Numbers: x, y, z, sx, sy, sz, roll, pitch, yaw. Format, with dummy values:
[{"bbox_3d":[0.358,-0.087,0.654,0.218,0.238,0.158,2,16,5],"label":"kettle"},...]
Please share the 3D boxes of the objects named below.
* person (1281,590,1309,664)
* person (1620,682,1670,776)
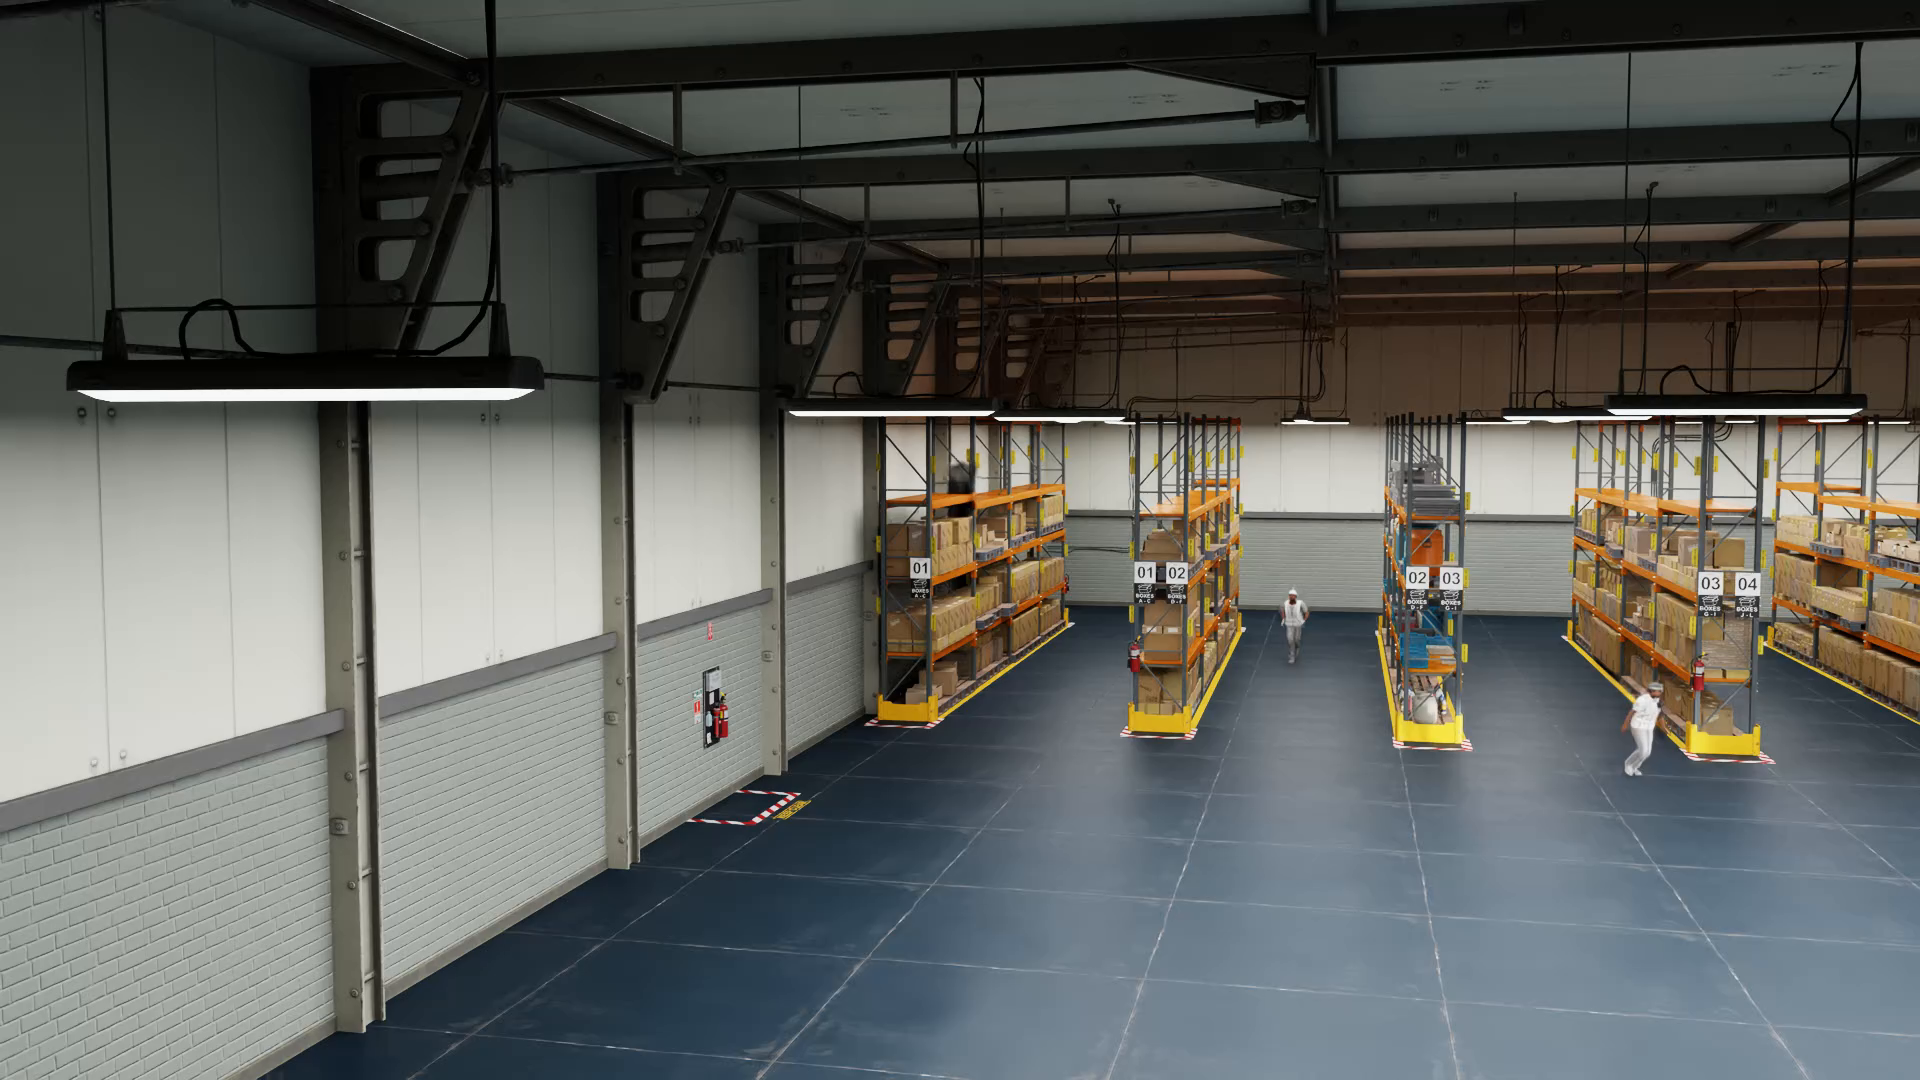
[{"bbox_3d":[8.191,2.100,40.679,0.682,1.787,0.768,1,4,20],"label":"person"},{"bbox_3d":[11.186,3.088,27.143,0.551,1.563,0.647,-2,4,-26],"label":"person"}]
